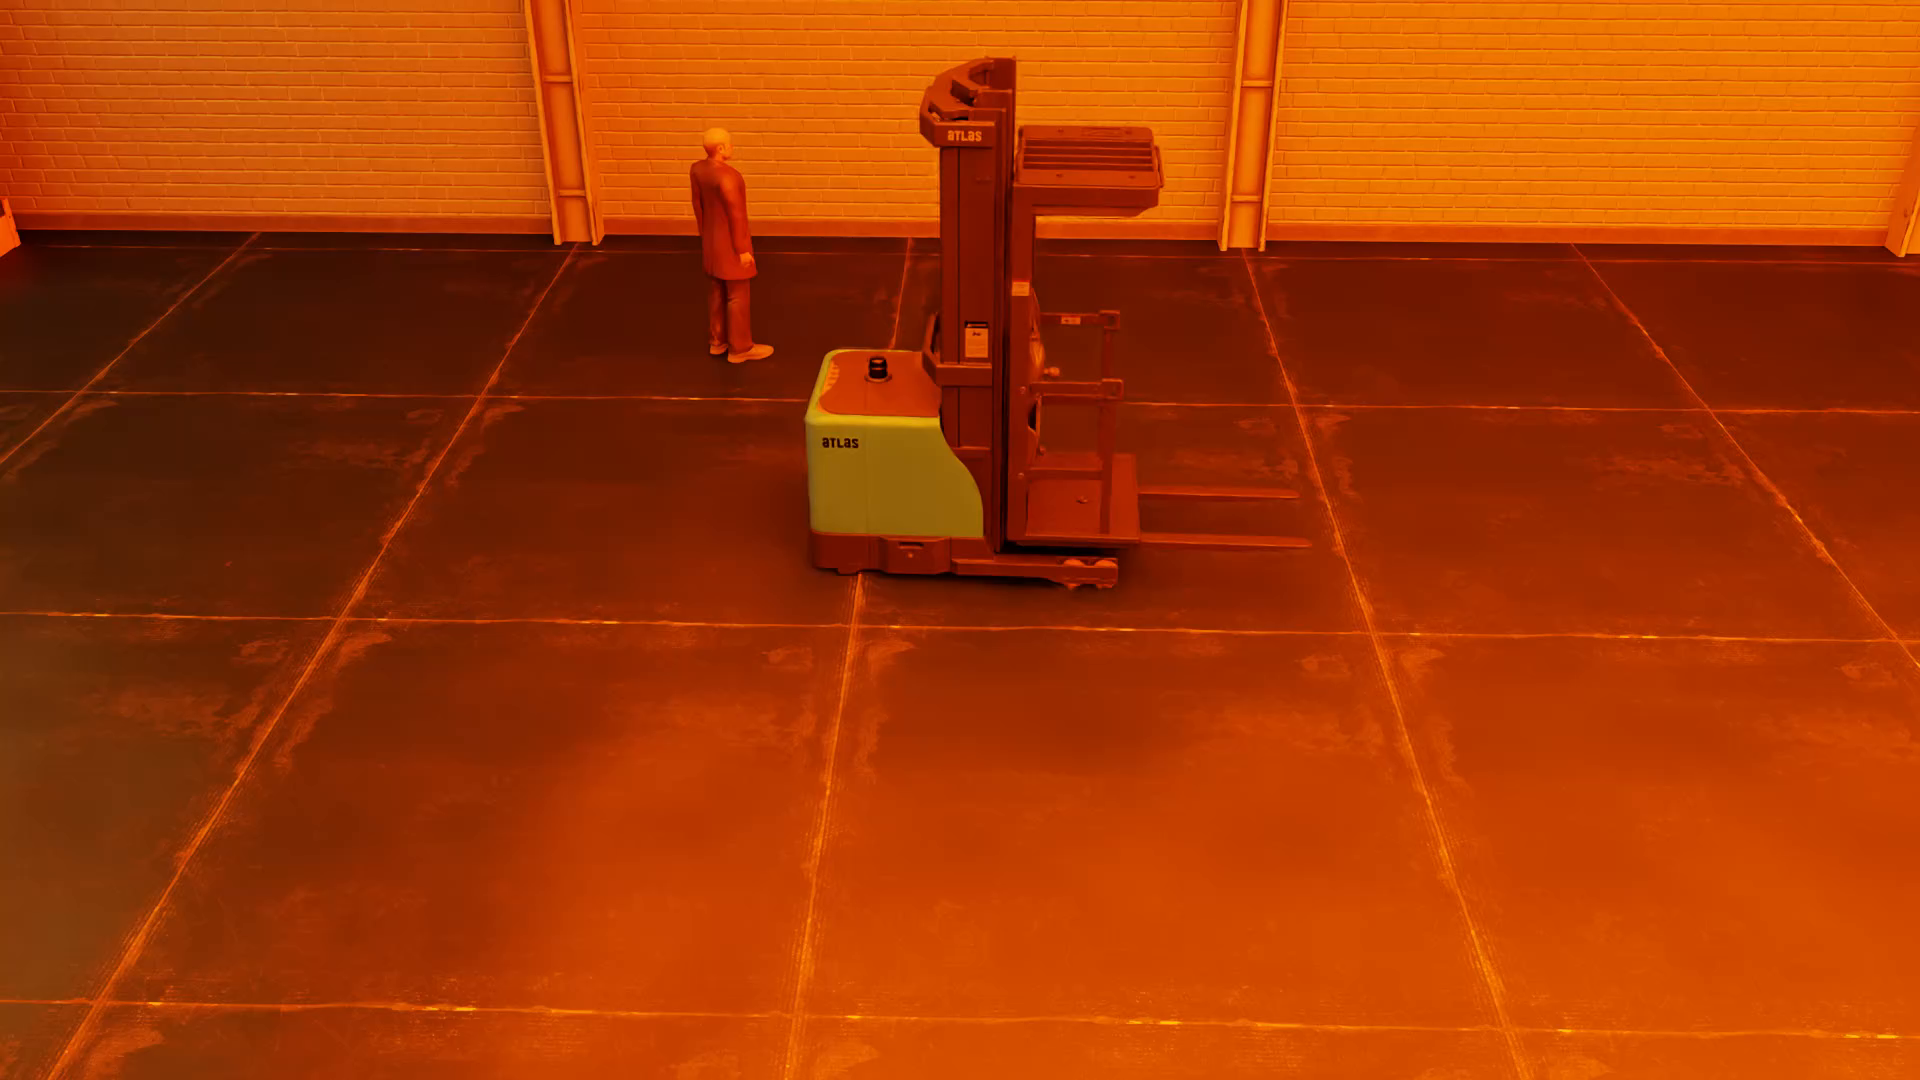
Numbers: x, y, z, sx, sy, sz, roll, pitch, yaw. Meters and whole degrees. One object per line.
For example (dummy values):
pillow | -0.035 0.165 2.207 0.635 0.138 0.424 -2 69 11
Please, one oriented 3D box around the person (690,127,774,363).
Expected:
person | -1.736 -2.237 12.539 0.385 1.783 0.572 -24 38 -34

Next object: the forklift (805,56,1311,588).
forklift | 0.620 -1.252 9.737 3.031 2.935 1.130 2 31 3
